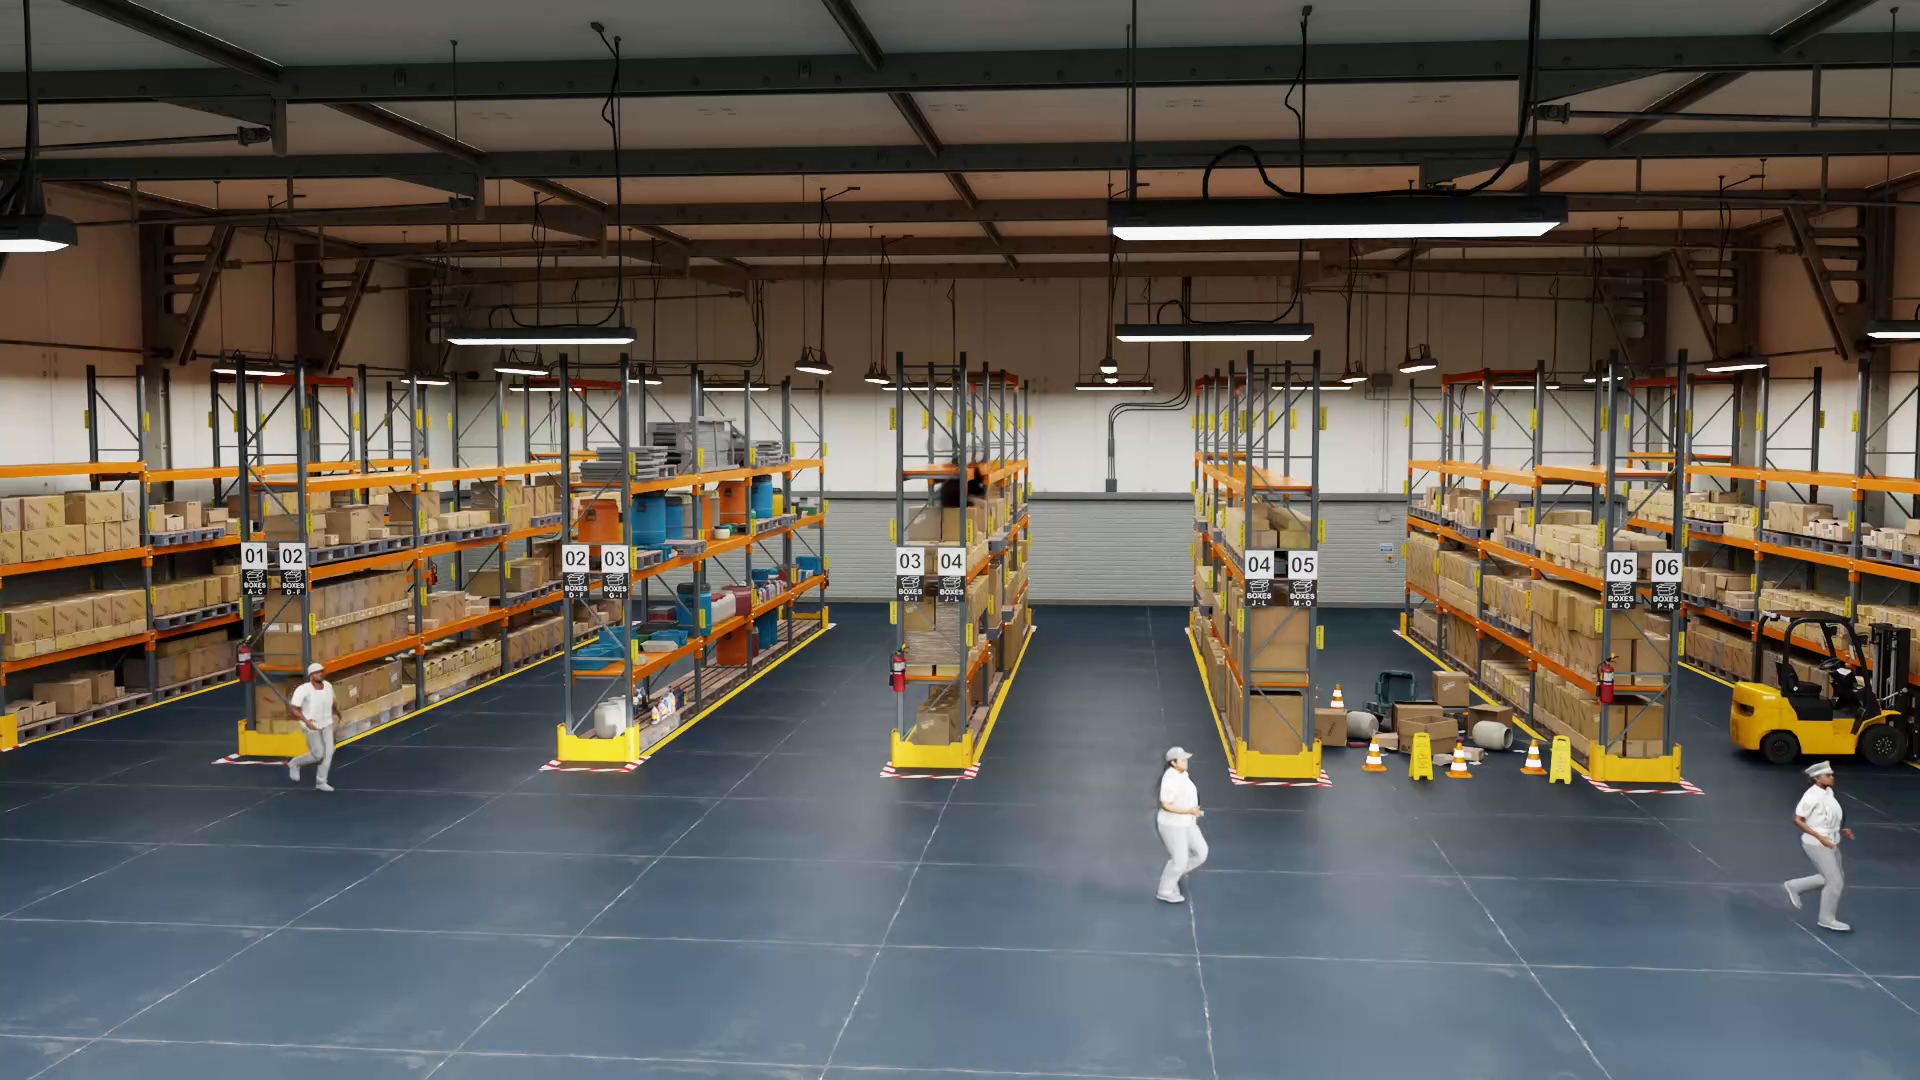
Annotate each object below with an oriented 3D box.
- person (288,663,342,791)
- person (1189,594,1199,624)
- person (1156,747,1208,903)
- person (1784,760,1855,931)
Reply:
[{"bbox_3d":[-8.795,2.534,22.690,0.695,1.744,0.701,3,5,32],"label":"person"},{"bbox_3d":[5.937,1.307,40.663,0.590,1.608,0.626,0,4,1],"label":"person"},{"bbox_3d":[2.326,2.957,17.277,0.556,1.623,0.588,2,5,30],"label":"person"},{"bbox_3d":[8.517,3.000,16.510,0.579,1.654,0.658,-3,5,-39],"label":"person"}]
